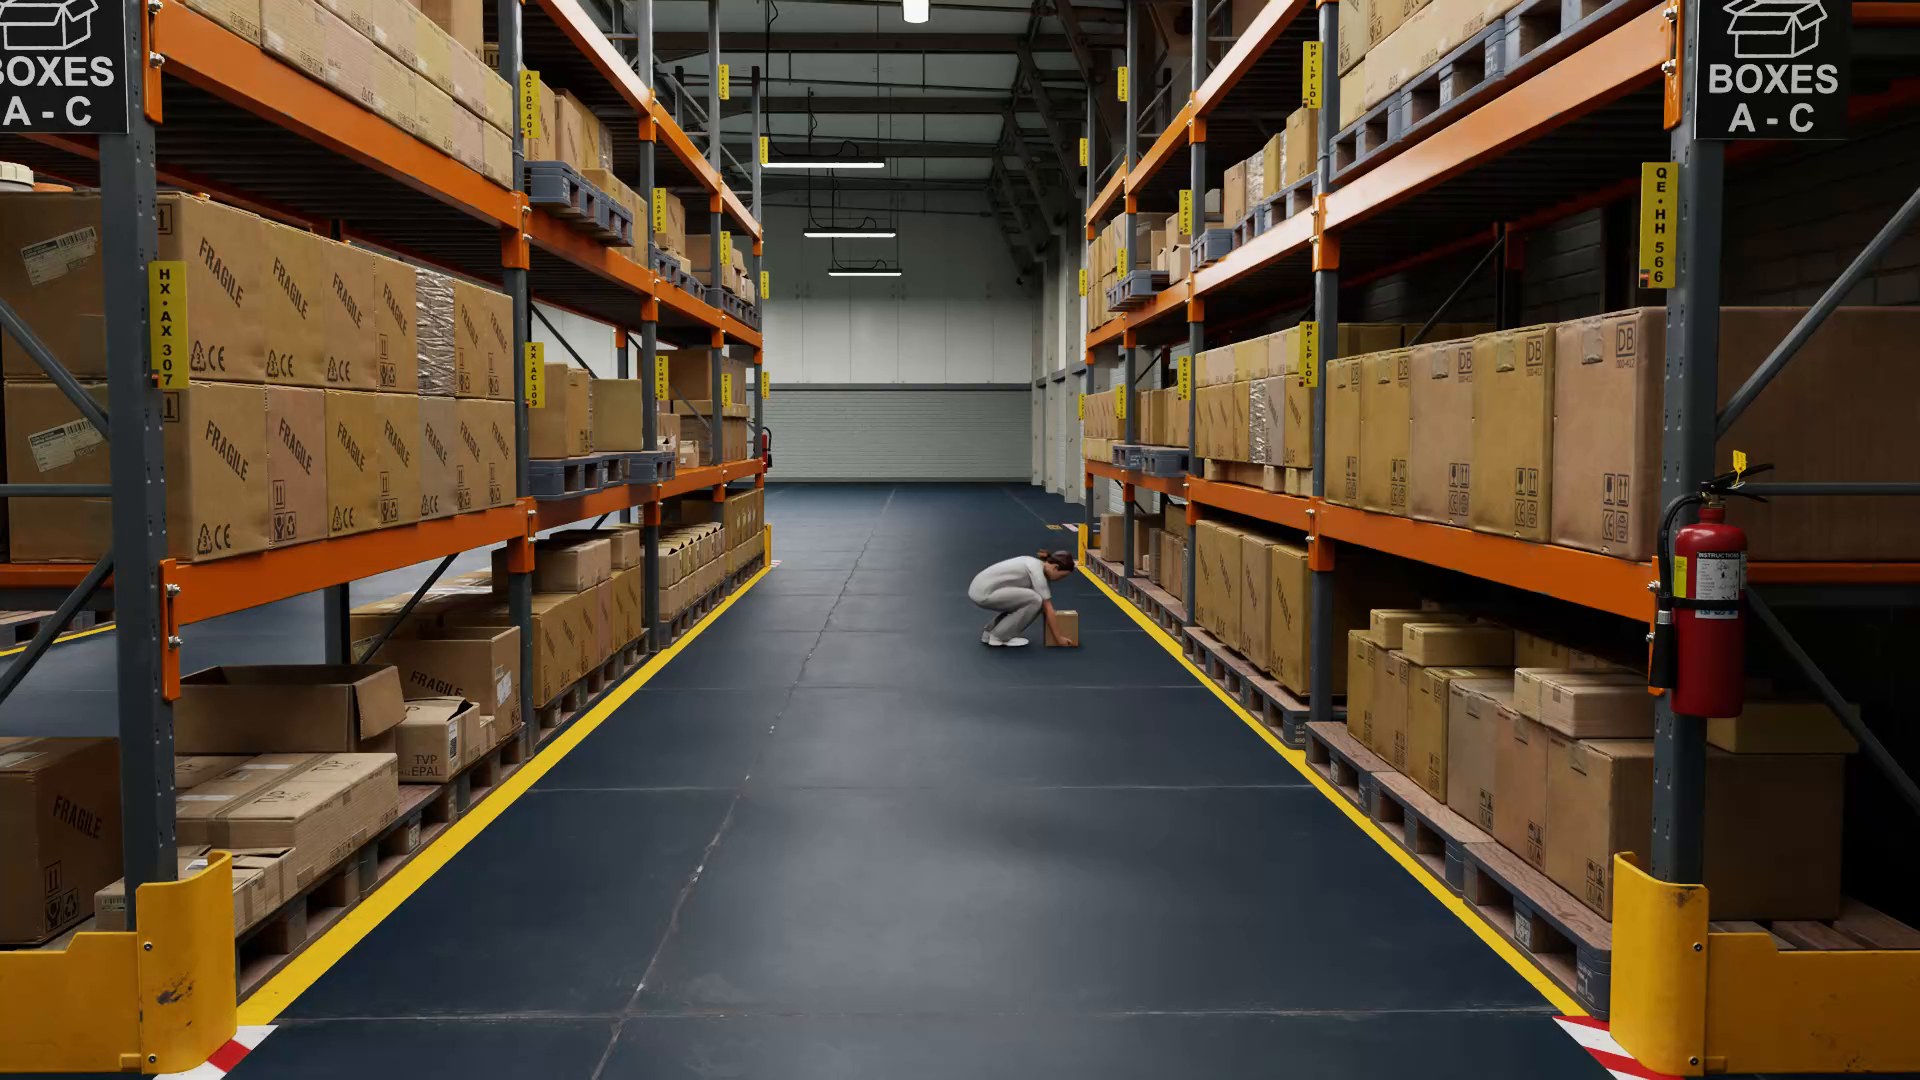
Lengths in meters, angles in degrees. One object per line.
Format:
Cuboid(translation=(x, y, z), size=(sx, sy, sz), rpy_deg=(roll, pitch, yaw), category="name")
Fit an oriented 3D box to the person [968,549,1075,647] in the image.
Cuboid(translation=(0.477, 0.473, 12.878), size=(0.834, 0.821, 0.467), rpy_deg=(0, 4, -2), category="person")
